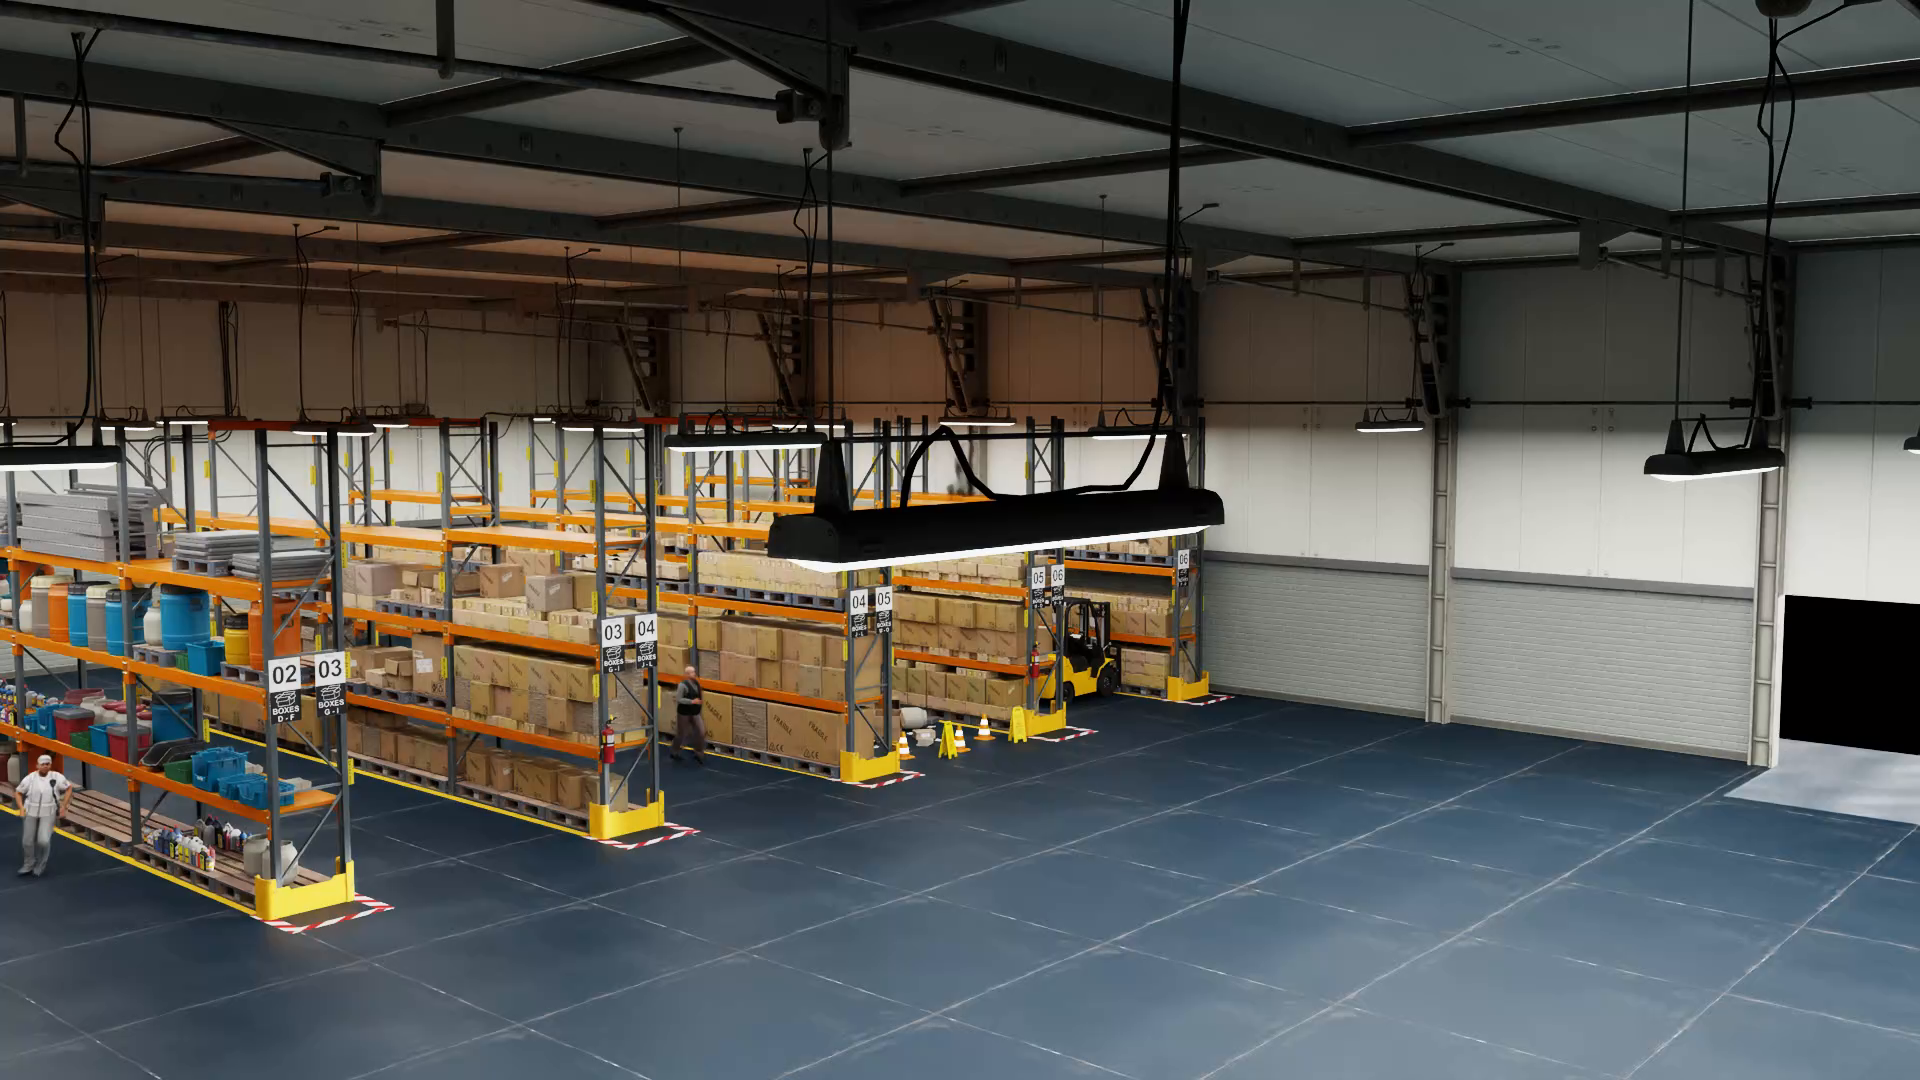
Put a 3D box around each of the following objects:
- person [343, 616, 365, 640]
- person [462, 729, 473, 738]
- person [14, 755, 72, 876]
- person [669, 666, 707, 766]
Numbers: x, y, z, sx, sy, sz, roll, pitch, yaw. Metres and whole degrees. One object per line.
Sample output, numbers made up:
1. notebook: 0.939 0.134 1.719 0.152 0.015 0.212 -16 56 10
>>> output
1. person: -14.371 2.219 39.220 0.742 1.706 0.549 3 6 32
2. person: -8.977 2.930 30.500 0.670 1.748 0.711 4 6 43
3. person: -12.269 3.678 22.230 0.665 1.622 0.584 -1 5 -18
4. person: -4.728 3.072 28.971 0.830 1.770 0.598 4 6 38
